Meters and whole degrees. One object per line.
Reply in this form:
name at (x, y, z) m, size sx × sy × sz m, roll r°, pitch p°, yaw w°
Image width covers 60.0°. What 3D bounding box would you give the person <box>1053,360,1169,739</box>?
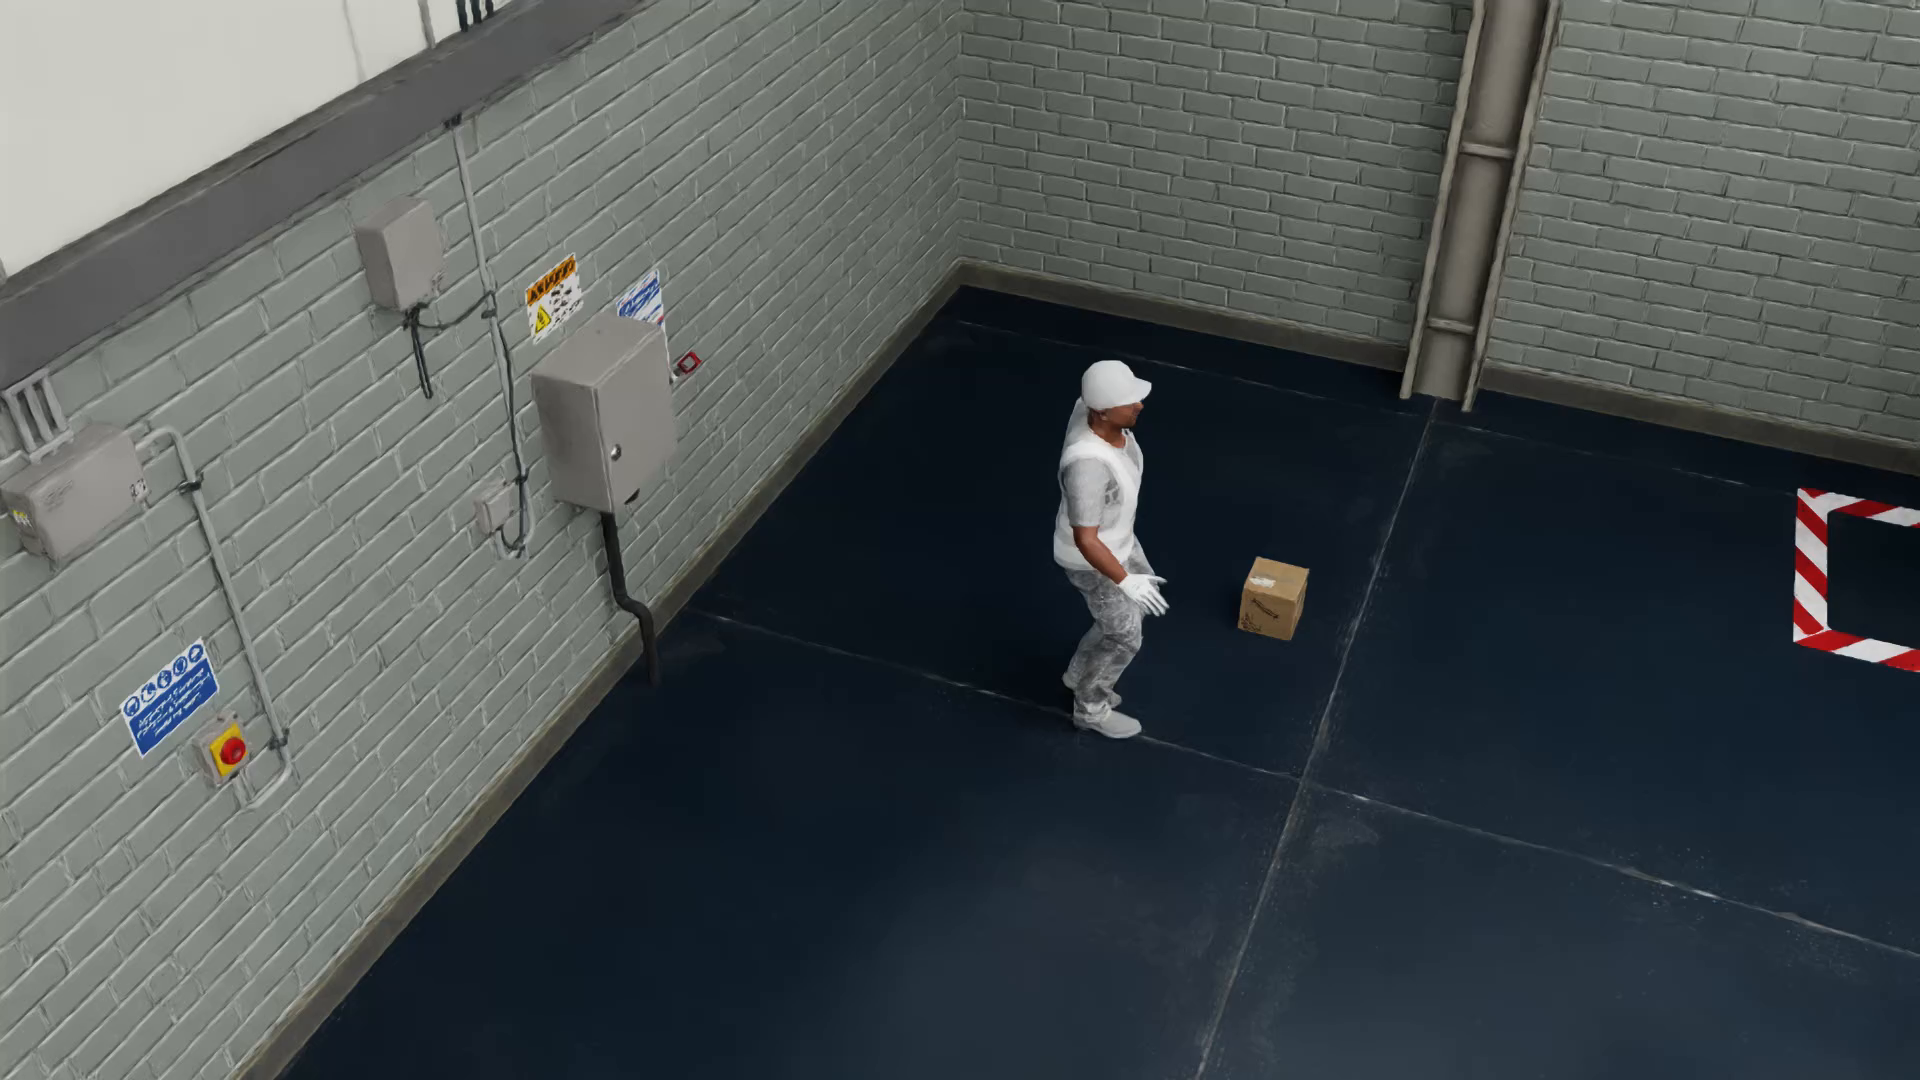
person at (0.621, 0.048, 6.805) m, size 0.484 × 1.762 × 0.741 m, roll 4°, pitch 37°, yaw 5°
